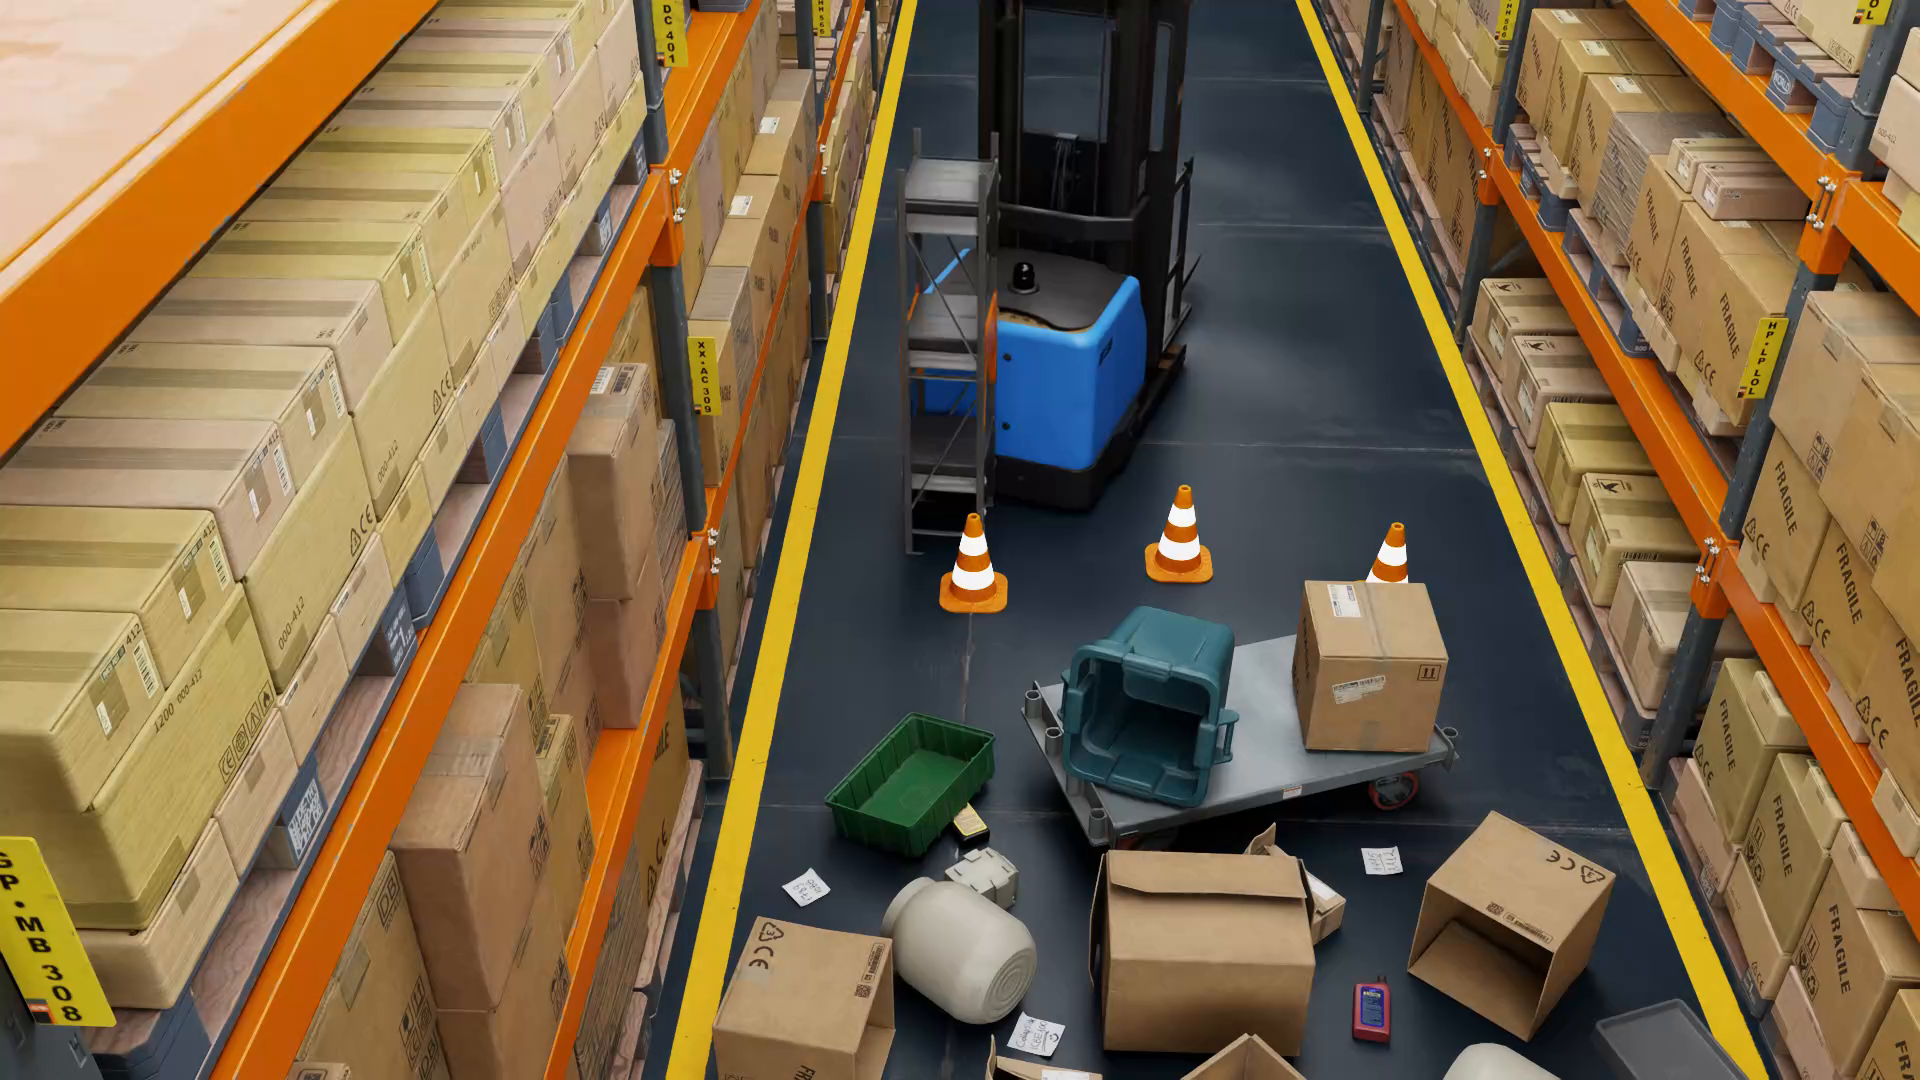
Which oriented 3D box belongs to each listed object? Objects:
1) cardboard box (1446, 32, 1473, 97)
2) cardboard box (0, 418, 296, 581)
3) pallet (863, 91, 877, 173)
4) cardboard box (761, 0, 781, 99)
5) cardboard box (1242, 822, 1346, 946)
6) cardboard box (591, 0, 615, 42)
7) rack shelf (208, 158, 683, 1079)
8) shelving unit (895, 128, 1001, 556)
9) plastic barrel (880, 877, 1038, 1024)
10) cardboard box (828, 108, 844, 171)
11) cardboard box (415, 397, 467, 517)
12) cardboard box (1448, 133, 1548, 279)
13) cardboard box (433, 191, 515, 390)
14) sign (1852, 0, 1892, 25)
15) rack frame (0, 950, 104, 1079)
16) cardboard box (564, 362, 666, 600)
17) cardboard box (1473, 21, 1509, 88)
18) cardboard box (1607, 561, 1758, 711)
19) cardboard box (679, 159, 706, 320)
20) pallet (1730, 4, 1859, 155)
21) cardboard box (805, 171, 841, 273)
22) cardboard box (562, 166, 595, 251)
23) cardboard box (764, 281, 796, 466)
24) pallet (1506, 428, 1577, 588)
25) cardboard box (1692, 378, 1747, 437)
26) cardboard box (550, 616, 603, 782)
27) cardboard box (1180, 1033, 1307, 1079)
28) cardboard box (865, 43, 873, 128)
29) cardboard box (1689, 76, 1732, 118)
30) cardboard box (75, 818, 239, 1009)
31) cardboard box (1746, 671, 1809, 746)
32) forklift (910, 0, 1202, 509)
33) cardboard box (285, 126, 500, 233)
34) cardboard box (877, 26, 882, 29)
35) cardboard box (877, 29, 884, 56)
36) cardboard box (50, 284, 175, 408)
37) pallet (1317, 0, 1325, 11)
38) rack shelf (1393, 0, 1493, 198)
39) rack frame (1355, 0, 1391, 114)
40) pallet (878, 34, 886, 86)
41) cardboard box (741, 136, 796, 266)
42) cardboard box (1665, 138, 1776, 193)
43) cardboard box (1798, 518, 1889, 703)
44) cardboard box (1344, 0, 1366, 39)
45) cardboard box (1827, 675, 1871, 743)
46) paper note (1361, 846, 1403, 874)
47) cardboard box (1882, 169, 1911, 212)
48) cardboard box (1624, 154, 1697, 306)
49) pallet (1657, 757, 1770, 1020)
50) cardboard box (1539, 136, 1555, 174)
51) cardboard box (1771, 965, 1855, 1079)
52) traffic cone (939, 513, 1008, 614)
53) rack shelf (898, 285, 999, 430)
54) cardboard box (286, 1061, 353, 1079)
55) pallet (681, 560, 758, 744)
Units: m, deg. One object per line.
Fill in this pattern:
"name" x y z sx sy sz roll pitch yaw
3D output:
"cardboard box" 3.382 -2.998 10.483 0.500 0.250 0.500 2 35 3
"cardboard box" -1.303 -0.067 2.647 0.380 0.149 0.250 1 35 1
"pallet" -1.203 -3.235 13.115 1.003 0.211 1.213 1 35 2
"cardboard box" -1.362 -2.717 8.997 0.700 0.500 0.500 1 35 2
"cardboard box" 1.279 1.367 6.520 0.258 0.266 0.396 -24 42 -30
"cardboard box" -1.201 -1.527 4.724 0.380 0.149 0.250 1 35 2
"rack shelf" -1.575 -0.011 4.119 1.077 0.370 4.000 1 35 2
"shelving unit" -0.050 -0.913 8.169 0.431 2.100 0.503 4 35 6
"plastic barrel" -0.007 1.515 6.172 0.512 0.421 0.421 28 44 33
"cardboard box" -1.044 -2.663 11.032 0.500 0.250 0.500 1 35 1
"cardboard box" -1.270 -0.180 3.501 0.380 0.149 0.250 1 35 2
"cardboard box" 3.727 -2.166 10.652 0.875 0.875 0.875 1 35 1
"cardboard box" -1.319 -0.570 3.709 0.500 0.250 0.500 1 35 2
"sign" 2.901 -1.781 5.220 0.100 0.325 0.005 1 35 2
"rack frame" -1.658 -0.383 1.415 0.949 2.616 0.053 1 35 2
"cardboard box" -1.449 -0.200 5.302 0.875 0.550 0.550 1 35 2
"cardboard box" 3.382 -2.896 9.903 0.500 0.250 0.500 1 35 2
"cardboard box" 3.474 0.431 7.393 0.950 0.372 0.625 2 35 2
"cardboard box" -1.462 -1.258 6.920 0.700 0.500 0.500 1 35 1
"pallet" 3.587 -1.673 6.022 1.213 0.211 1.003 1 35 2
"cardboard box" -1.050 -2.074 10.847 0.500 0.500 0.500 0 35 0
"cardboard box" -1.219 -0.907 4.535 0.380 0.149 0.250 1 35 2
"cardboard box" -1.480 -0.926 8.996 1.050 0.750 0.750 2 35 3
"pallet" 3.532 -0.180 8.768 1.003 0.211 1.213 1 35 2
"cardboard box" 3.201 -0.541 6.711 0.380 0.149 0.250 2 35 3
"cardboard box" -1.636 0.548 5.176 0.875 0.550 0.550 1 35 2
"cardboard box" 0.836 2.081 5.296 0.797 0.503 0.637 -24 42 -30
"cardboard box" -0.951 -3.541 12.934 0.500 0.500 0.500 1 35 1
"cardboard box" 3.847 -1.948 8.148 0.500 0.500 0.500 -1 35 -1
"cardboard box" -1.321 0.545 2.470 0.380 0.149 0.250 2 35 2
"cardboard box" 3.097 0.614 6.024 0.380 0.149 0.250 2 35 3
"forklift" 0.738 -2.204 9.283 1.130 2.935 3.031 13 37 17
"cardboard box" -1.251 -0.800 3.690 0.380 0.149 0.250 2 35 2
"cardboard box" -0.869 -4.327 14.358 0.380 0.149 0.250 1 35 2
"cardboard box" -0.839 -4.151 13.849 0.380 0.149 0.250 3 35 4
"cardboard box" -1.873 -0.292 3.314 0.500 0.250 0.500 1 35 2
"pallet" 3.984 -5.463 16.285 1.003 0.211 1.213 1 35 2
"rack shelf" 3.697 -3.323 11.441 1.077 0.370 4.000 1 35 2
"rack frame" 3.777 -4.767 12.869 1.000 3.000 0.127 1 35 2
"pallet" -1.181 -4.069 14.301 1.003 0.211 1.213 1 35 2
"cardboard box" -1.125 -1.727 8.457 0.500 0.500 0.500 1 35 1
"cardboard box" 3.251 -1.595 7.081 0.380 0.149 0.250 0 35 0
"cardboard box" 3.163 0.202 5.454 0.500 0.500 0.500 1 35 2
"cardboard box" 3.945 -4.763 14.727 0.875 0.438 0.875 0 35 0
"cardboard box" 3.139 0.547 5.527 0.380 0.149 0.250 2 35 3
"paper note" 1.730 1.309 6.806 0.148 0.019 0.142 1 35 2
"cardboard box" 3.196 -1.120 5.290 0.380 0.149 0.250 1 35 1
"cardboard box" 3.290 -1.357 7.307 0.500 0.500 0.500 2 35 4
"pallet" 3.464 1.357 6.581 1.003 0.211 1.213 1 35 2
"cardboard box" 3.316 -2.037 8.839 0.380 0.149 0.250 -1 35 -1
"cardboard box" 3.133 1.727 5.655 0.500 0.250 0.500 1 35 1
"traffic cone" 0.068 0.076 8.186 0.336 0.463 0.334 1 35 2
"rack shelf" -0.050 -0.902 8.176 0.431 0.518 0.480 4 35 6
"cardboard box" -1.601 1.356 3.088 0.875 0.550 0.550 1 35 2
"pallet" -1.539 0.469 7.845 1.003 0.211 1.213 1 35 2
